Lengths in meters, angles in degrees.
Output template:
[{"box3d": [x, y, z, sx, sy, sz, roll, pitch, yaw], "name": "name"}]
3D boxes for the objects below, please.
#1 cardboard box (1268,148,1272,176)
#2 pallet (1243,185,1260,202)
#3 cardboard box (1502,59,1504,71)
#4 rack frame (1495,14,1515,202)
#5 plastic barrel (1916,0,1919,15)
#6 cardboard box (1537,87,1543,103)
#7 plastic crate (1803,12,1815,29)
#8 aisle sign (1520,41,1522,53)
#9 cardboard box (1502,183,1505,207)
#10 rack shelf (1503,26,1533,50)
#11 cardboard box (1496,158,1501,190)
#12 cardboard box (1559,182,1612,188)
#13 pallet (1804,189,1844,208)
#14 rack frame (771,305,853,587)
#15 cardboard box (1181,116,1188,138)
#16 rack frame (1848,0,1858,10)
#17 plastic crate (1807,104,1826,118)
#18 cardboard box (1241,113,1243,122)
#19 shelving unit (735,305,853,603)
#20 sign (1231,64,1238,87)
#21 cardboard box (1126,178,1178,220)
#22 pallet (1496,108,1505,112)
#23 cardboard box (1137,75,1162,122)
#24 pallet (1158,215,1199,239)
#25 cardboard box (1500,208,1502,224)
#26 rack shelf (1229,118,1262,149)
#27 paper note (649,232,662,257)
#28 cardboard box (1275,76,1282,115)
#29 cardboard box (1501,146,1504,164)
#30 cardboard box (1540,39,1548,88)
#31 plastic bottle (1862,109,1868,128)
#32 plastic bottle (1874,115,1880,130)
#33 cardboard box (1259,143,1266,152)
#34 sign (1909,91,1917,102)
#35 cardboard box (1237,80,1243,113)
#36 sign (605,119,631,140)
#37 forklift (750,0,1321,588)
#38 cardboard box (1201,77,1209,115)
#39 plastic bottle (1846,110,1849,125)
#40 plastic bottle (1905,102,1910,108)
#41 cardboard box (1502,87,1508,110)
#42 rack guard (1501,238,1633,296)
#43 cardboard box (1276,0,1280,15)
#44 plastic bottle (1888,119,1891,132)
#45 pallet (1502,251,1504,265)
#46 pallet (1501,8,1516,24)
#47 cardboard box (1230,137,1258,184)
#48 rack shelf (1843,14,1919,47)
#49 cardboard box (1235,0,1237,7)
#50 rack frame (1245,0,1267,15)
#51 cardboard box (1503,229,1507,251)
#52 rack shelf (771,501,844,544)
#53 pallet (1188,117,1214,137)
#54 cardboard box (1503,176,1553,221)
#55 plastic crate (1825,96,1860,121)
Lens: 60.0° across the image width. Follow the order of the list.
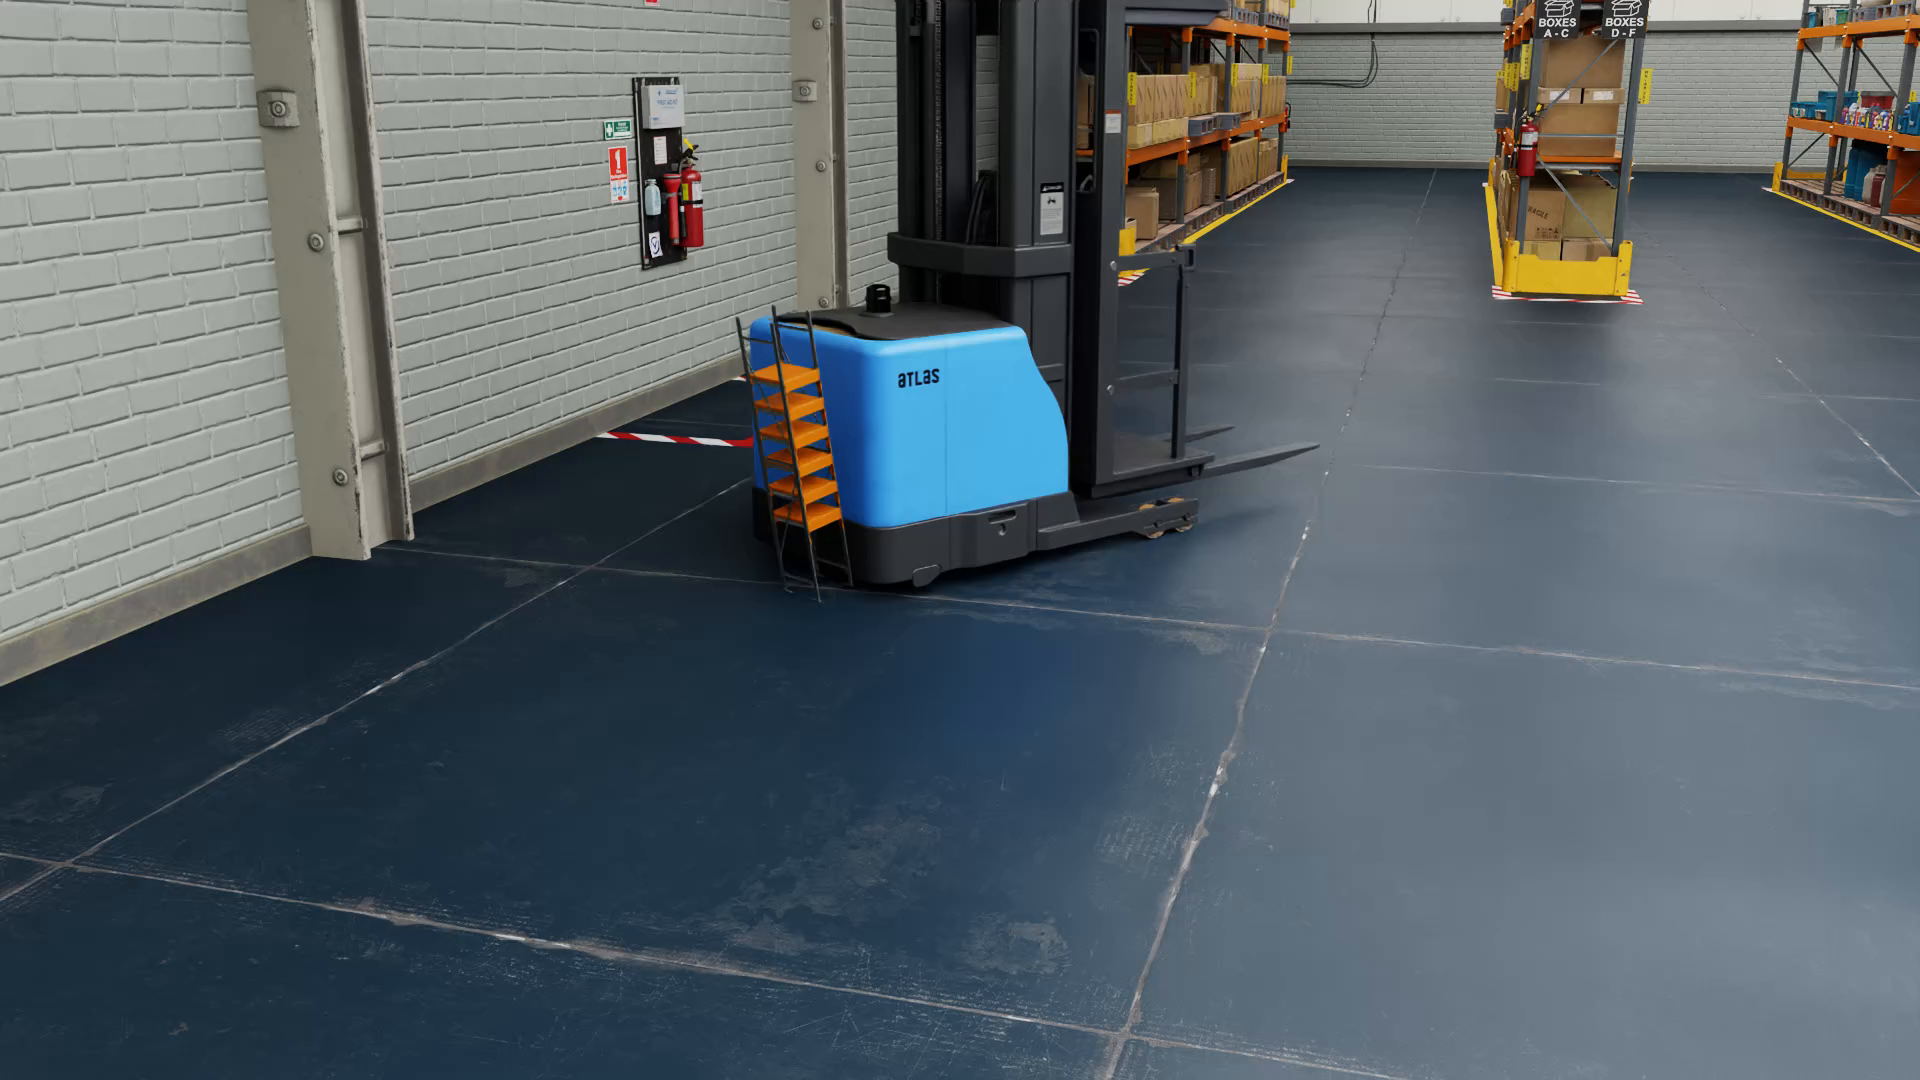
[{"box3d": [5.418, -7.036, 30.951, 0.700, 0.500, 0.500, 4, 16, 14], "name": "cardboard box"}, {"box3d": [4.522, -5.895, 28.224, 1.003, 0.211, 1.213, 5, 16, 16], "name": "pallet"}, {"box3d": [10.178, -8.541, 30.428, 0.500, 0.500, 0.500, 5, 17, 18], "name": "cardboard box"}, {"box3d": [9.420, -7.061, 27.225, 1.000, 3.000, 0.127, 5, 16, 16], "name": "rack frame"}, {"box3d": [12.649, -7.068, 21.551, 0.421, 0.512, 0.421, 0, 16, 0], "name": "plastic barrel"}, {"box3d": [6.081, -4.532, 16.937, 0.380, 0.149, 0.250, 4, 16, 15], "name": "cardboard box"}, {"box3d": [14.928, -9.023, 28.887, 0.497, 0.269, 0.590, 5, 16, 16], "name": "plastic crate"}, {"box3d": [10.294, -9.398, 30.703, 0.394, 0.787, 0.004, 5, 16, 16], "name": "aisle sign"}, {"box3d": [7.128, -4.381, 21.021, 0.500, 0.311, 0.500, 5, 17, 17], "name": "cardboard box"}, {"box3d": [9.988, -8.681, 28.759, 1.077, 0.370, 4.000, 5, 16, 16], "name": "rack shelf"}, {"box3d": [9.049, -5.962, 27.127, 0.500, 0.500, 0.500, 4, 16, 13], "name": "cardboard box"}, {"box3d": [6.645, -3.547, 17.733, 0.500, 0.500, 0.500, 5, 16, 16], "name": "cardboard box"}, {"box3d": [14.340, -5.529, 26.937, 1.003, 0.211, 1.213, 5, 16, 16], "name": "pallet"}, {"box3d": [-0.608, -0.377, 6.874, 0.006, 1.200, 0.240, -26, 29, -38], "name": "rack frame"}, {"box3d": [2.552, -5.141, 20.695, 0.500, 0.250, 0.500, 5, 16, 16], "name": "cardboard box"}, {"box3d": [14.168, -9.562, 25.049, 1.000, 3.000, 0.127, 5, 16, 16], "name": "rack frame"}, {"box3d": [14.459, -7.208, 27.943, 0.416, 0.233, 0.300, 5, 16, 16], "name": "plastic crate"}, {"box3d": [4.355, -6.825, 26.817, 0.380, 0.149, 0.250, 5, 17, 18], "name": "cardboard box"}, {"box3d": [-0.672, -0.345, 6.817, 0.189, 1.200, 0.258, -26, 29, -38], "name": "shelving unit"}, {"box3d": [4.055, -6.877, 24.600, 0.100, 0.325, 0.005, 5, 16, 16], "name": "sign"}, {"box3d": [2.589, -4.554, 22.162, 0.700, 0.500, 0.500, 5, 17, 18], "name": "cardboard box"}, {"box3d": [9.088, -6.768, 26.544, 1.003, 0.211, 1.213, 5, 16, 16], "name": "pallet"}, {"box3d": [1.986, -4.967, 18.709, 0.500, 0.500, 0.500, 4, 16, 14], "name": "cardboard box"}, {"box3d": [2.616, -4.213, 22.296, 1.003, 0.211, 1.213, 5, 16, 16], "name": "pallet"}, {"box3d": [7.132, -4.110, 21.092, 0.500, 0.250, 0.500, 4, 16, 15], "name": "cardboard box"}, {"box3d": [4.101, -6.574, 26.830, 1.077, 0.370, 4.000, 5, 16, 16], "name": "rack shelf"}, {"box3d": [-1.932, -1.876, 10.562, 0.016, 0.148, 0.142, 5, 16, 16], "name": "paper note"}, {"box3d": [5.475, -8.309, 31.078, 0.980, 0.700, 0.700, 4, 16, 15], "name": "cardboard box"}, {"box3d": [8.622, -5.930, 25.639, 0.500, 0.250, 0.500, 4, 16, 15], "name": "cardboard box"}, {"box3d": [6.314, -4.866, 16.929, 0.700, 0.500, 0.500, 4, 16, 14], "name": "cardboard box"}, {"box3d": [13.255, -6.165, 24.305, 0.097, 0.271, 0.097, 0, 16, 0], "name": "plastic bottle"}, {"box3d": [13.019, -5.914, 23.548, 0.097, 0.201, 0.097, 0, 16, 0], "name": "plastic bottle"}, {"box3d": [5.252, -7.018, 29.699, 0.380, 0.149, 0.250, 5, 17, 18], "name": "cardboard box"}, {"box3d": [14.695, -6.766, 25.678, 0.100, 0.325, 0.005, 5, 16, 16], "name": "sign"}, {"box3d": [4.074, -6.842, 25.688, 0.500, 0.500, 0.500, 5, 17, 18], "name": "cardboard box"}, {"box3d": [-2.062, -2.477, 10.029, 0.001, 0.109, 0.331, 5, 16, 16], "name": "sign"}, {"box3d": [0.520, -1.515, 7.799, 3.031, 2.935, 1.130, -12, 20, -37], "name": "forklift"}, {"box3d": [3.076, -6.206, 23.221, 0.700, 0.500, 0.500, 5, 16, 16], "name": "cardboard box"}, {"box3d": [13.574, -6.459, 25.339, 0.097, 0.271, 0.097, 0, 16, 0], "name": "plastic bottle"}, {"box3d": [14.220, -6.386, 24.937, 0.144, 0.351, 0.185, 5, 16, 16], "name": "plastic bottle"}, {"box3d": [8.936, -7.019, 26.127, 0.700, 0.500, 0.500, 7, 17, 25], "name": "cardboard box"}, {"box3d": [6.003, -2.712, 16.476, 1.175, 0.500, 0.348, 5, 16, 16], "name": "rack guard"}, {"box3d": [5.416, -9.492, 29.623, 0.500, 0.250, 0.500, 4, 16, 14], "name": "cardboard box"}, {"box3d": [12.787, -5.701, 22.796, 0.097, 0.201, 0.097, 0, 16, 0], "name": "plastic bottle"}, {"box3d": [6.535, -3.101, 18.376, 1.003, 0.211, 1.213, 5, 16, 16], "name": "pallet"}, {"box3d": [8.875, -7.977, 25.302, 1.213, 0.211, 1.003, 5, 16, 16], "name": "pallet"}, {"box3d": [4.609, -6.431, 28.177, 0.750, 0.750, 0.750, 5, 17, 17], "name": "cardboard box"}, {"box3d": [13.599, -7.249, 23.712, 1.077, 0.370, 4.000, 5, 16, 16], "name": "rack shelf"}, {"box3d": [4.014, -8.648, 26.336, 0.700, 0.500, 0.500, 5, 16, 16], "name": "cardboard box"}, {"box3d": [4.669, -10.330, 27.758, 1.000, 3.000, 0.127, 5, 16, 16], "name": "rack frame"}, {"box3d": [6.150, -3.226, 17.976, 0.500, 0.250, 0.500, 5, 16, 16], "name": "cardboard box"}, {"box3d": [-0.638, -0.084, 6.926, 0.180, 0.103, 0.258, -26, 29, -38], "name": "rack shelf"}, {"box3d": [2.752, -5.447, 21.888, 1.003, 0.211, 1.213, 5, 16, 16], "name": "pallet"}, {"box3d": [6.430, -3.849, 18.797, 0.500, 0.500, 0.500, 5, 16, 16], "name": "cardboard box"}, {"box3d": [13.973, -6.845, 26.385, 0.392, 0.384, 0.575, 5, 16, 16], "name": "plastic crate"}]
